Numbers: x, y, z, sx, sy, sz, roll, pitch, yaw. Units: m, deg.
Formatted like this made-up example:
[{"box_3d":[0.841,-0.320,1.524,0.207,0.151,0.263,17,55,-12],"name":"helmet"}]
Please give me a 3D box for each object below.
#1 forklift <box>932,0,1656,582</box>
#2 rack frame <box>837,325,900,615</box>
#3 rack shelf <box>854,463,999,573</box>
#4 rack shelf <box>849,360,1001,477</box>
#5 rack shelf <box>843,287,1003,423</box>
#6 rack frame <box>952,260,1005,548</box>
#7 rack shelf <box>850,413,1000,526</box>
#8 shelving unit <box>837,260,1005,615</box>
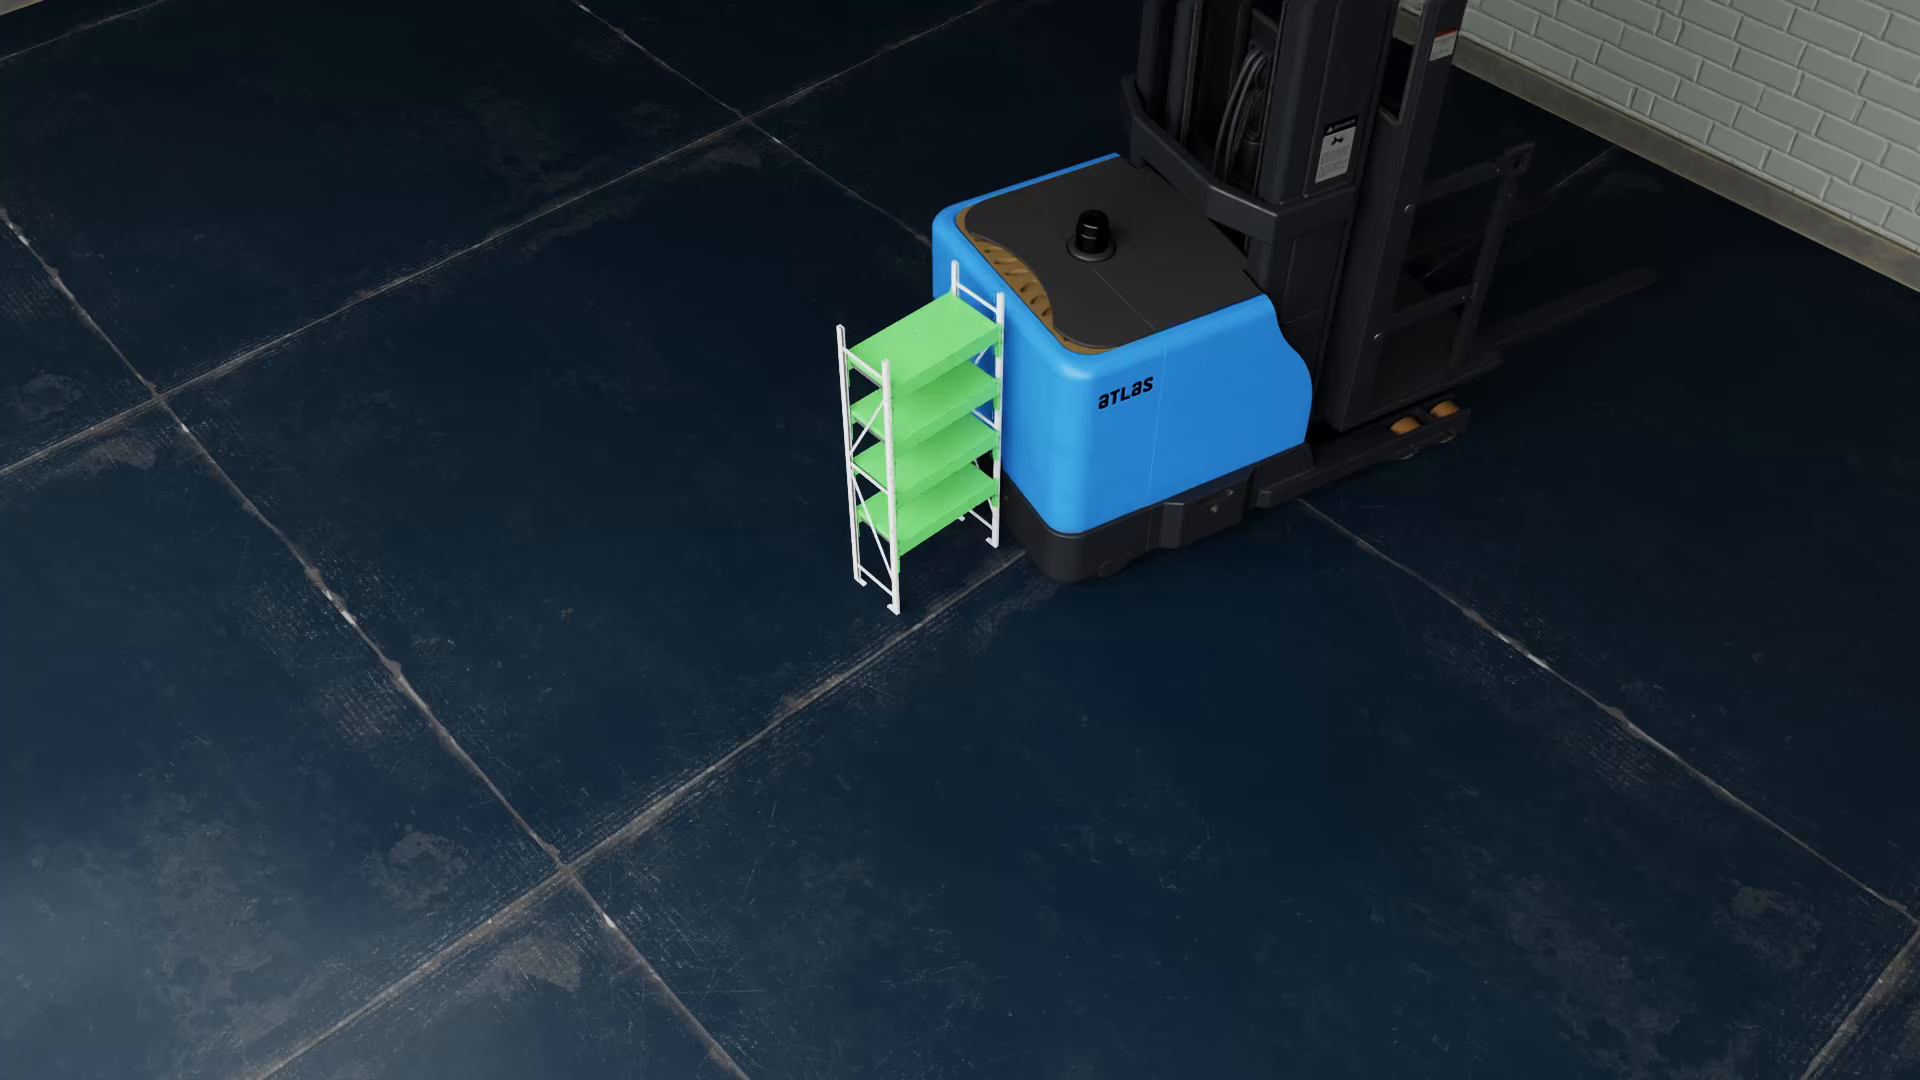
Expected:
[{"box_3d":[1.429,-1.633,5.762,3.031,2.935,1.130,-22,51,-19],"name":"forklift"},{"box_3d":[-0.303,-0.204,5.622,0.015,1.200,0.240,-34,56,-27],"name":"rack frame"},{"box_3d":[-0.122,-0.119,5.957,0.480,0.148,0.258,-34,56,-27],"name":"rack shelf"},{"box_3d":[-0.122,-0.444,5.604,0.480,0.148,0.258,-34,56,-27],"name":"rack shelf"},{"box_3d":[-0.122,-0.607,5.428,0.480,0.148,0.258,-34,56,-27],"name":"rack shelf"},{"box_3d":[0.058,-0.446,5.845,0.015,1.200,0.240,-34,56,-27],"name":"rack frame"},{"box_3d":[-0.122,-0.282,5.780,0.480,0.148,0.258,-34,56,-27],"name":"rack shelf"},{"box_3d":[-0.122,-0.325,5.734,0.503,1.200,0.258,-34,56,-27],"name":"shelving unit"}]
